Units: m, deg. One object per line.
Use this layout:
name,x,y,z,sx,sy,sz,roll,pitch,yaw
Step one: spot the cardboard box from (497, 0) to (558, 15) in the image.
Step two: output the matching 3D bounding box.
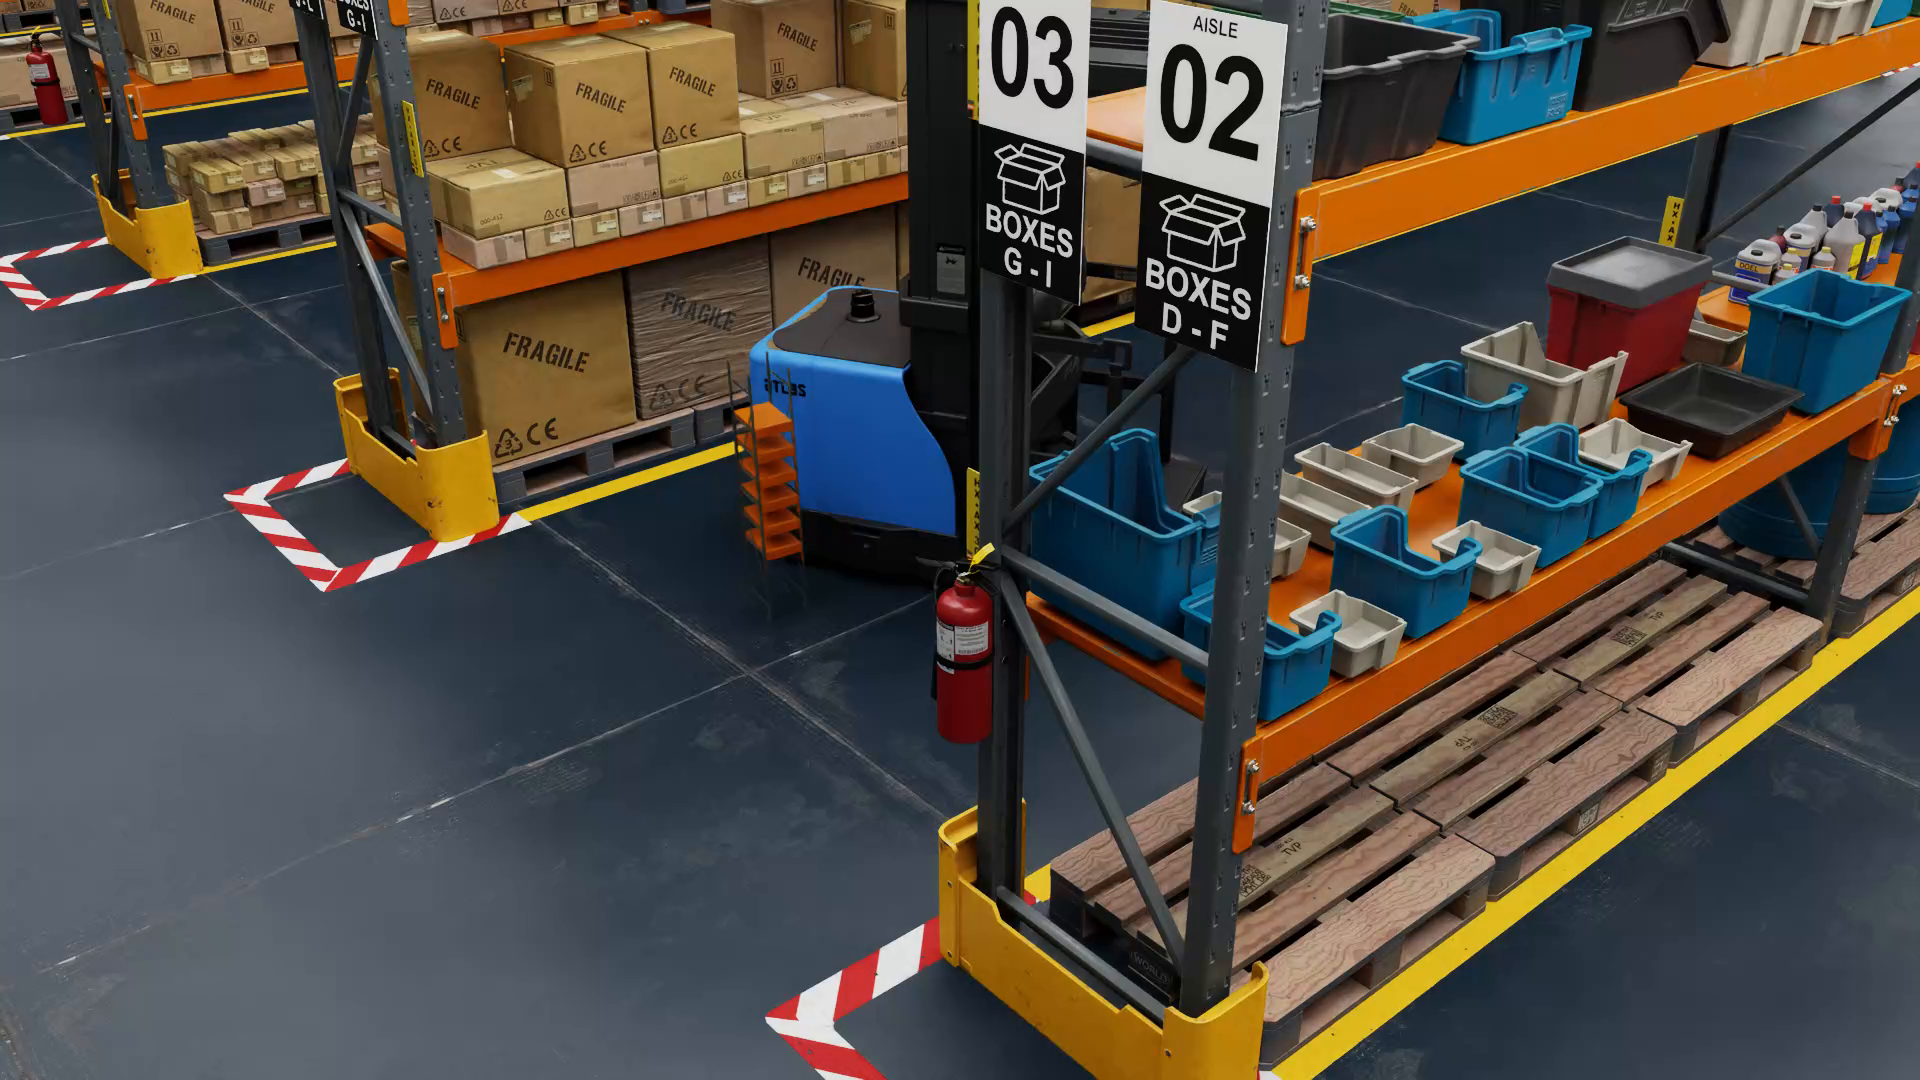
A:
cardboard box,-3.470,-4.367,12.818,0.500,0.500,0.500,-23,36,-36

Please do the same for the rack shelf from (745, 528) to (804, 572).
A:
rack shelf,-0.846,0.025,7.530,0.180,0.103,0.258,-17,32,-26

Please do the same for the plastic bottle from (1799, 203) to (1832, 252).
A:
plastic bottle,3.954,-1.391,7.723,0.185,0.351,0.144,-22,35,-35

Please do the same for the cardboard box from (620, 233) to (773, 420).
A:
cardboard box,-1.663,-1.318,9.342,0.875,0.875,0.875,-22,35,-35

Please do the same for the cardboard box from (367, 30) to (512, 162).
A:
cardboard box,-2.591,-2.206,8.243,0.500,0.500,0.500,-21,35,-34

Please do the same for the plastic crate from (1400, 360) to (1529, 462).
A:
plastic crate,1.820,-0.464,6.049,0.300,0.233,0.416,-22,35,-35

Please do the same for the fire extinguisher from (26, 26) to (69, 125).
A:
fire extinguisher,-6.424,-3.266,11.656,0.183,0.674,0.296,-22,35,-35

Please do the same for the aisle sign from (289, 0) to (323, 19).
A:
aisle sign,-3.040,-2.799,7.547,0.004,0.787,0.394,-22,35,-35

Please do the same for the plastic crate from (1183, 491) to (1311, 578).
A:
plastic crate,0.927,-0.015,5.312,0.243,0.136,0.396,-22,35,-35

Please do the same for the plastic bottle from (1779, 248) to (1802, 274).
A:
plastic bottle,3.768,-1.228,7.575,0.097,0.201,0.097,0,28,0

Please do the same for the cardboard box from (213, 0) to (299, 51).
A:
cardboard box,-5.022,-3.763,11.686,0.500,0.500,0.500,-22,35,-35

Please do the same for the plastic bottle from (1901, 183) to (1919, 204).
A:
plastic bottle,4.709,-1.637,8.266,0.097,0.271,0.097,0,28,0

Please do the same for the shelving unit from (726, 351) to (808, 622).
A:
shelving unit,-0.851,-0.225,7.393,0.189,1.200,0.258,-17,32,-26

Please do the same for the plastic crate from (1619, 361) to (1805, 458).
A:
plastic crate,2.790,-0.481,6.195,0.590,0.125,0.437,-22,35,-35

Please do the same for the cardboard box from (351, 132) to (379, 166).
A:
cardboard box,-4.555,-2.950,12.536,0.250,0.149,0.380,-20,34,-33

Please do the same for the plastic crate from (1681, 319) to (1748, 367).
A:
plastic crate,3.020,-0.833,6.843,0.243,0.136,0.396,-22,35,-35

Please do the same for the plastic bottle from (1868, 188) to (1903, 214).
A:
plastic bottle,4.497,-1.574,8.145,0.135,0.276,0.152,-22,35,-35

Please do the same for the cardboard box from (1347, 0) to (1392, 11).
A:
cardboard box,2.698,-3.668,11.825,0.500,0.500,0.500,-22,35,-35

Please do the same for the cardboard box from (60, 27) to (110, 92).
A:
cardboard box,-8.095,-4.696,16.128,0.875,0.438,0.875,-21,34,-34

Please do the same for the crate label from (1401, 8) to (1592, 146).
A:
crate label,1.336,-1.215,4.315,0.502,0.251,0.408,-22,35,-35

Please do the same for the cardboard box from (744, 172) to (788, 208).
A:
cardboard box,-1.137,-1.917,8.922,0.250,0.149,0.380,-23,36,-36

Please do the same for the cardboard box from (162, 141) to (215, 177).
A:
cardboard box,-5.695,-2.819,12.291,0.250,0.149,0.380,-21,35,-34

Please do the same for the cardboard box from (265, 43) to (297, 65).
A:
cardboard box,-4.959,-3.531,11.942,0.250,0.149,0.380,-20,34,-33

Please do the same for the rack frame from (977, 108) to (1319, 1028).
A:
rack frame,0.424,0.209,4.676,0.127,3.000,1.000,-22,35,-35

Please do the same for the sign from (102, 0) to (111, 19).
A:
sign,-5.581,-3.563,10.817,0.005,0.325,0.100,-22,35,-35

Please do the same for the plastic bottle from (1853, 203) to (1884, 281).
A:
plastic bottle,4.188,-1.396,7.732,0.185,0.351,0.144,-22,35,-35

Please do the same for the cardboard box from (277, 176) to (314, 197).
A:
cardboard box,-4.994,-2.674,12.334,0.250,0.149,0.380,-21,35,-34

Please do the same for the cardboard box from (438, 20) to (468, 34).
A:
cardboard box,-3.950,-3.917,12.663,0.250,0.149,0.380,-23,35,-36

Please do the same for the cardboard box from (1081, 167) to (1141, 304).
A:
cardboard box,0.726,-2.241,11.070,0.875,0.875,1.225,-22,35,-35

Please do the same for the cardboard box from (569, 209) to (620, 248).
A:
cardboard box,-1.918,-1.604,8.335,0.250,0.149,0.380,-23,36,-36

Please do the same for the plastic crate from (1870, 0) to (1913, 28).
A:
plastic crate,2.982,-1.871,5.563,0.300,0.233,0.416,-22,35,-35

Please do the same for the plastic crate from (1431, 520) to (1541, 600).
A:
plastic crate,1.639,0.066,5.161,0.298,0.136,0.250,-22,35,-35

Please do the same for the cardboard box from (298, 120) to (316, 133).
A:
cardboard box,-4.945,-3.159,12.926,0.250,0.149,0.380,-20,34,-33

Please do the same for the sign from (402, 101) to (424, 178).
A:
sign,-2.435,-1.783,7.401,0.005,0.325,0.100,-22,35,-35

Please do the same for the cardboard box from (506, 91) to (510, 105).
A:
cardboard box,-3.695,-3.601,13.753,0.250,0.149,0.380,-22,35,-36

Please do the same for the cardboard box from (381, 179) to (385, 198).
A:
cardboard box,-4.352,-2.733,12.762,0.250,0.149,0.380,-24,36,-37

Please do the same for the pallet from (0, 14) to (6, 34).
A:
pallet,-11.784,-5.936,19.134,1.213,0.211,1.003,-22,35,-35

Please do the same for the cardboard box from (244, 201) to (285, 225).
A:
cardboard box,-5.181,-2.459,12.248,0.250,0.149,0.380,-22,35,-35

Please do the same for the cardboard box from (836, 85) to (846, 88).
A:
cardboard box,-0.657,-2.655,9.880,0.500,0.250,0.500,-22,35,-35

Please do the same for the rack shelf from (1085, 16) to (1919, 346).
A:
rack shelf,1.945,-1.408,5.283,4.000,0.370,1.077,-22,35,-35

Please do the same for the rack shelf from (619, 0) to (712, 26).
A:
rack shelf,-1.369,-4.894,14.989,4.000,0.370,1.077,-22,35,-35

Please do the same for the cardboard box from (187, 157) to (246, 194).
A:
cardboard box,-5.314,-2.605,11.890,0.250,0.149,0.380,-24,36,-37

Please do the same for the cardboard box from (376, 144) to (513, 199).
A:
cardboard box,-2.594,-1.875,8.420,0.500,0.250,0.500,-23,35,-36

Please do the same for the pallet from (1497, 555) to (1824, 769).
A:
pallet,2.933,0.454,7.176,1.213,0.211,1.003,-22,35,-35

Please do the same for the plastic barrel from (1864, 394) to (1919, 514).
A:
plastic barrel,4.431,-0.651,8.067,0.708,0.901,0.600,-22,35,-35

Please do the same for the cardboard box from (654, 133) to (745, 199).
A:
cardboard box,-1.475,-1.996,8.645,0.500,0.250,0.500,-23,36,-36

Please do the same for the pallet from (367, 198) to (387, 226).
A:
pallet,-4.307,-2.777,13.222,1.213,0.211,1.003,-22,35,-35

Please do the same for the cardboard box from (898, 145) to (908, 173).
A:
cardboard box,-0.354,-2.233,9.512,0.250,0.149,0.380,-21,35,-34

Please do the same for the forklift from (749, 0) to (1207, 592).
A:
forklift,0.583,-1.188,7.363,3.031,2.935,1.130,10,30,18

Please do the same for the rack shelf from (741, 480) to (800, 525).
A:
rack shelf,-0.851,-0.186,7.414,0.180,0.103,0.258,-17,32,-26

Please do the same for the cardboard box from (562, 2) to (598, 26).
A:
cardboard box,-3.081,-4.200,13.193,0.250,0.149,0.380,-23,36,-36

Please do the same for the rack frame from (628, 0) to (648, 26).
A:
rack frame,-2.890,-4.600,13.675,0.127,3.000,1.000,-22,35,-35

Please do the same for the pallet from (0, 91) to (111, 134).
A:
pallet,-8.665,-4.163,15.816,1.213,0.211,1.003,-22,35,-35
